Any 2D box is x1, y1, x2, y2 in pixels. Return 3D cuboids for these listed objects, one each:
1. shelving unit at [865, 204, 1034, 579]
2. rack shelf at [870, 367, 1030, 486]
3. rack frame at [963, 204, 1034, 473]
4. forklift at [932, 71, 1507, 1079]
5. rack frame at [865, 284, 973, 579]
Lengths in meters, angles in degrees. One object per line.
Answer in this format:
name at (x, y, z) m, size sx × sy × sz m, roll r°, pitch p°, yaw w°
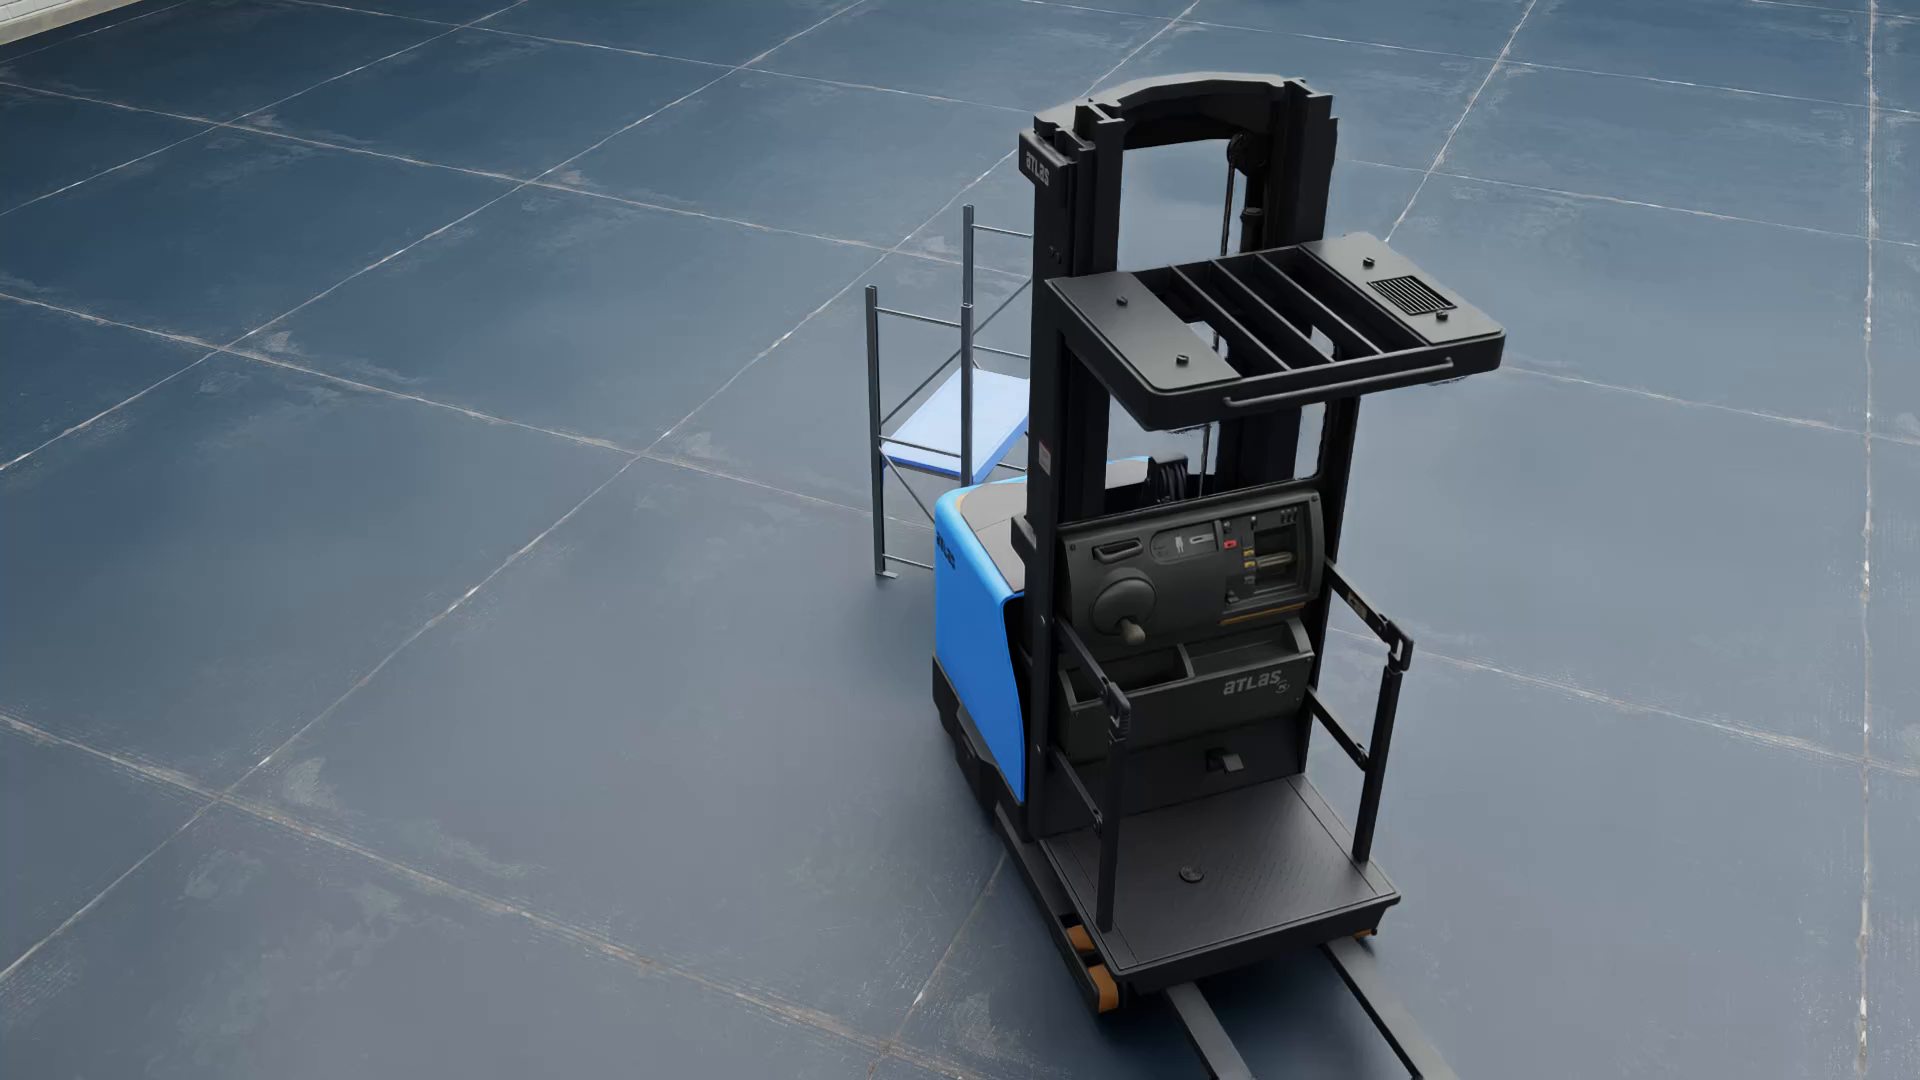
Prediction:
shelving unit at (0.036, -0.670, 7.904) m, size 0.538 × 1.500 × 1.048 m, roll 14°, pitch 36°, yaw 20°
rack shelf at (0.036, -0.519, 8.002) m, size 0.538 × 0.185 × 1.000 m, roll 14°, pitch 36°, yaw 20°
rack frame at (0.248, -0.923, 8.290) m, size 0.500 × 1.500 × 0.032 m, roll 14°, pitch 36°, yaw 20°
forklift at (0.859, 0.152, 5.345) m, size 1.130 × 2.935 × 3.031 m, roll -11°, pitch 35°, yaw -16°
rack frame at (-0.177, -0.417, 7.517) m, size 0.500 × 1.500 × 0.032 m, roll 14°, pitch 36°, yaw 20°
